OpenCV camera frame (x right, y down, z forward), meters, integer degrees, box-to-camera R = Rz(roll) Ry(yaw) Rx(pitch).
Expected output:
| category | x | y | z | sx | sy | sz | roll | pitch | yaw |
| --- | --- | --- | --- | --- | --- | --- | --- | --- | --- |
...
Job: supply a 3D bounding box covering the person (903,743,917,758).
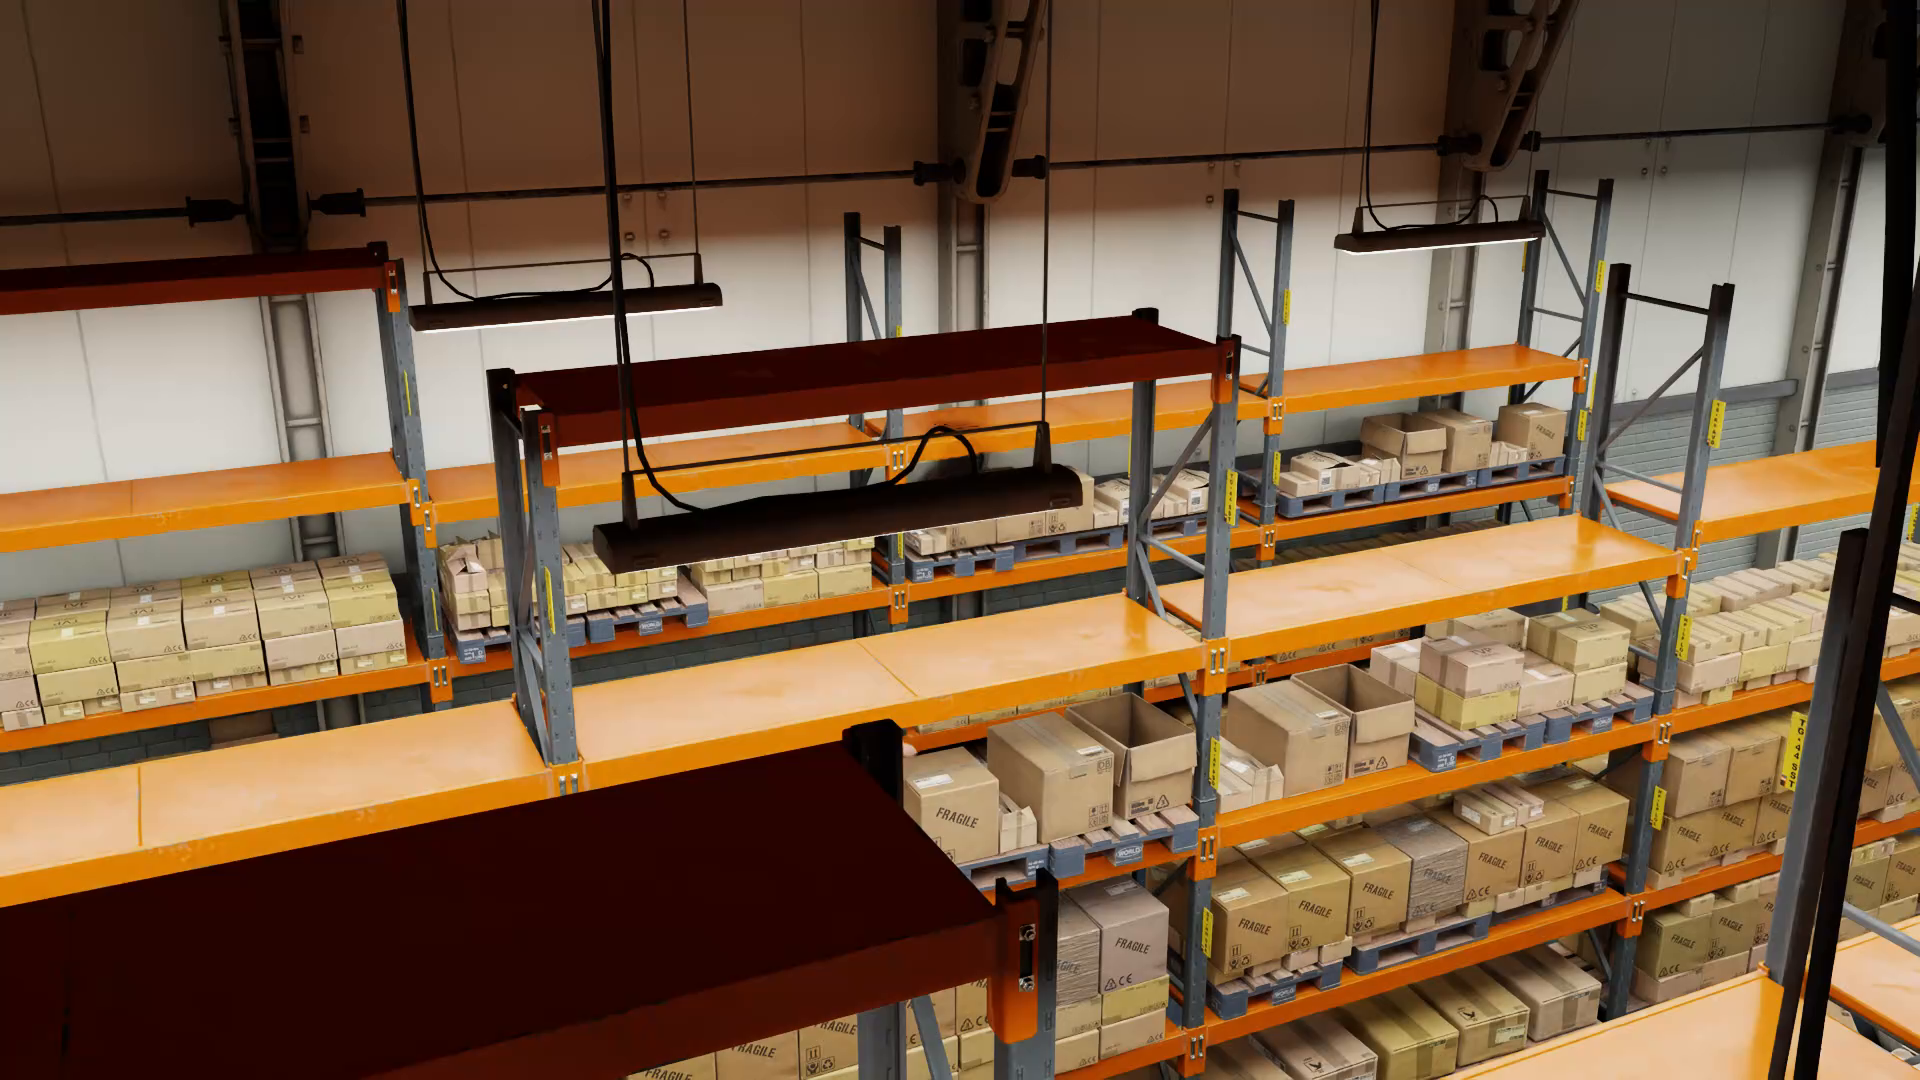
| category | x | y | z | sx | sy | sz | roll | pitch | yaw |
| --- | --- | --- | --- | --- | --- | --- | --- | --- | --- |
| person | -0.458 | 2.516 | 14.111 | 0.417 | 1.721 | 0.581 | 13 | 23 | 34 |
